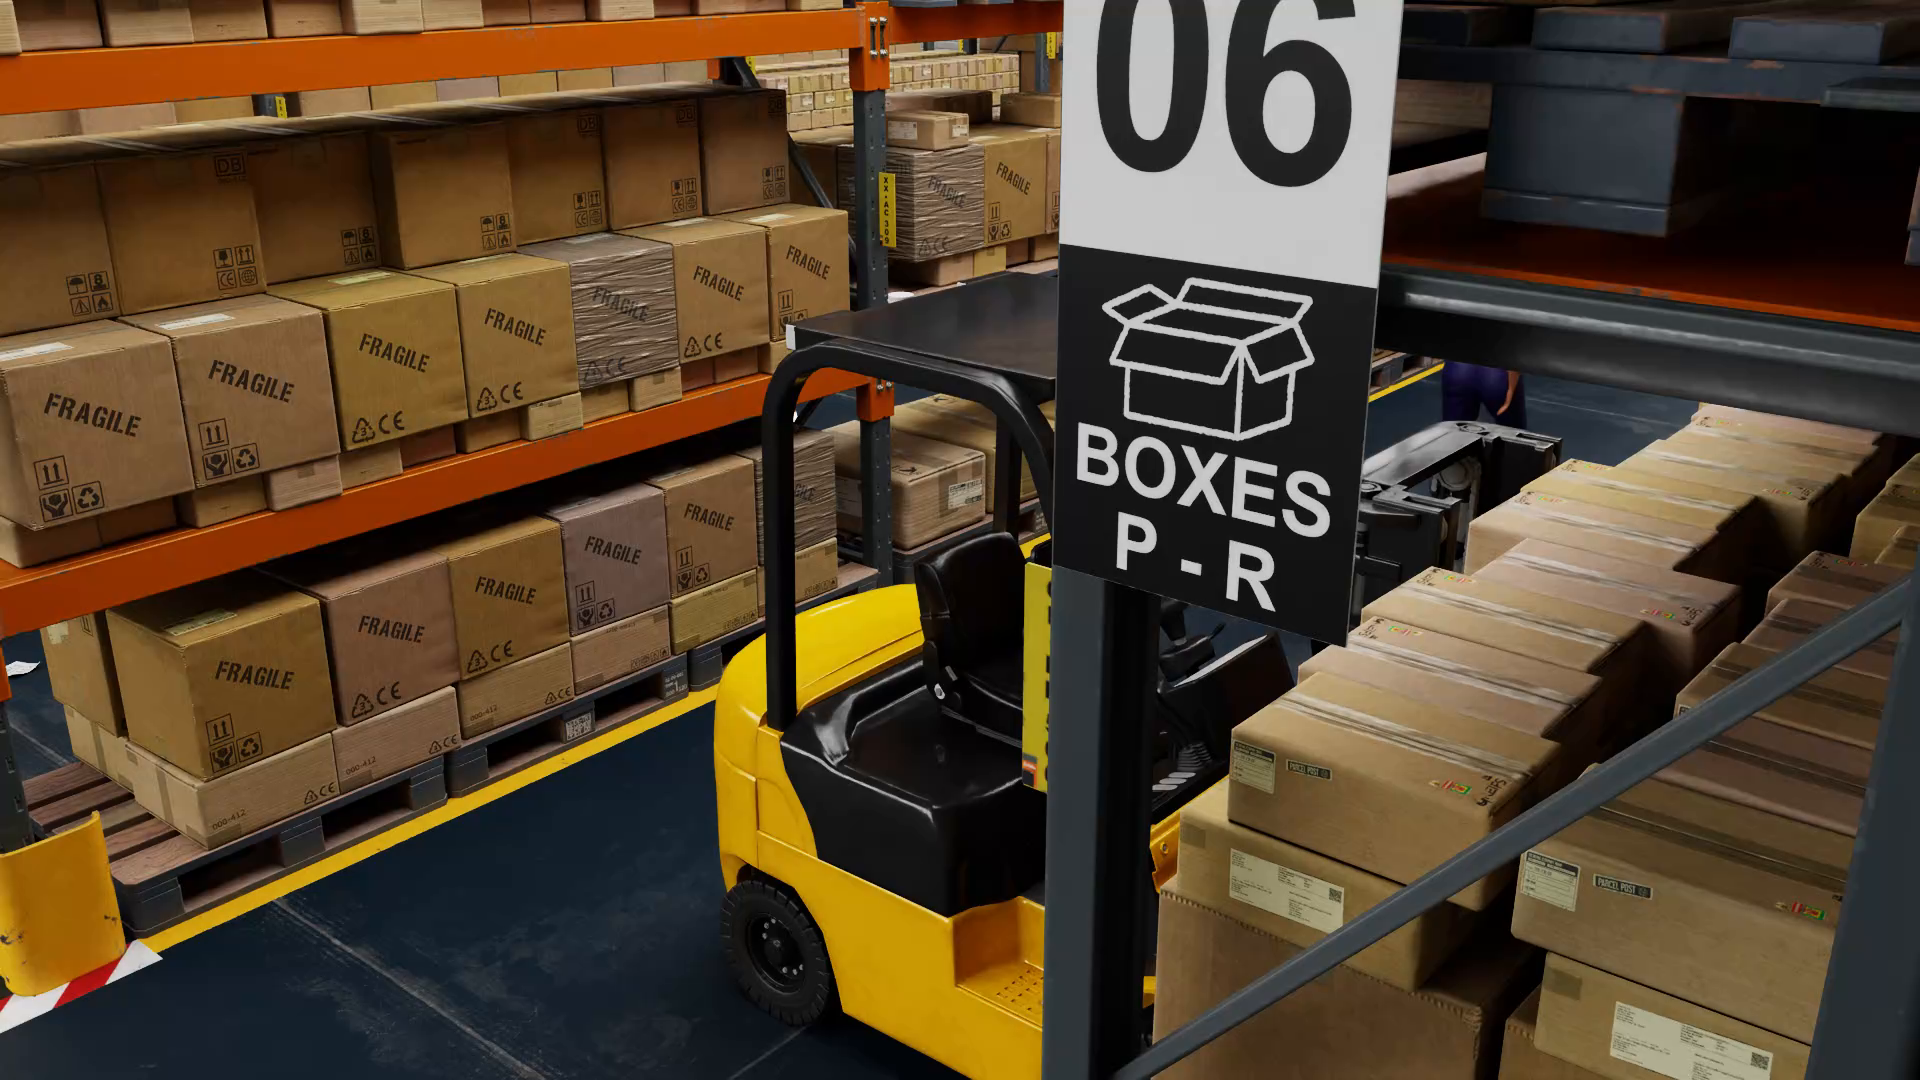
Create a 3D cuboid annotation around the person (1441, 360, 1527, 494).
[{"bbox_3d":[2.827,-0.829,8.990,0.482,1.706,0.546,13,24,32],"label":"person"}]
